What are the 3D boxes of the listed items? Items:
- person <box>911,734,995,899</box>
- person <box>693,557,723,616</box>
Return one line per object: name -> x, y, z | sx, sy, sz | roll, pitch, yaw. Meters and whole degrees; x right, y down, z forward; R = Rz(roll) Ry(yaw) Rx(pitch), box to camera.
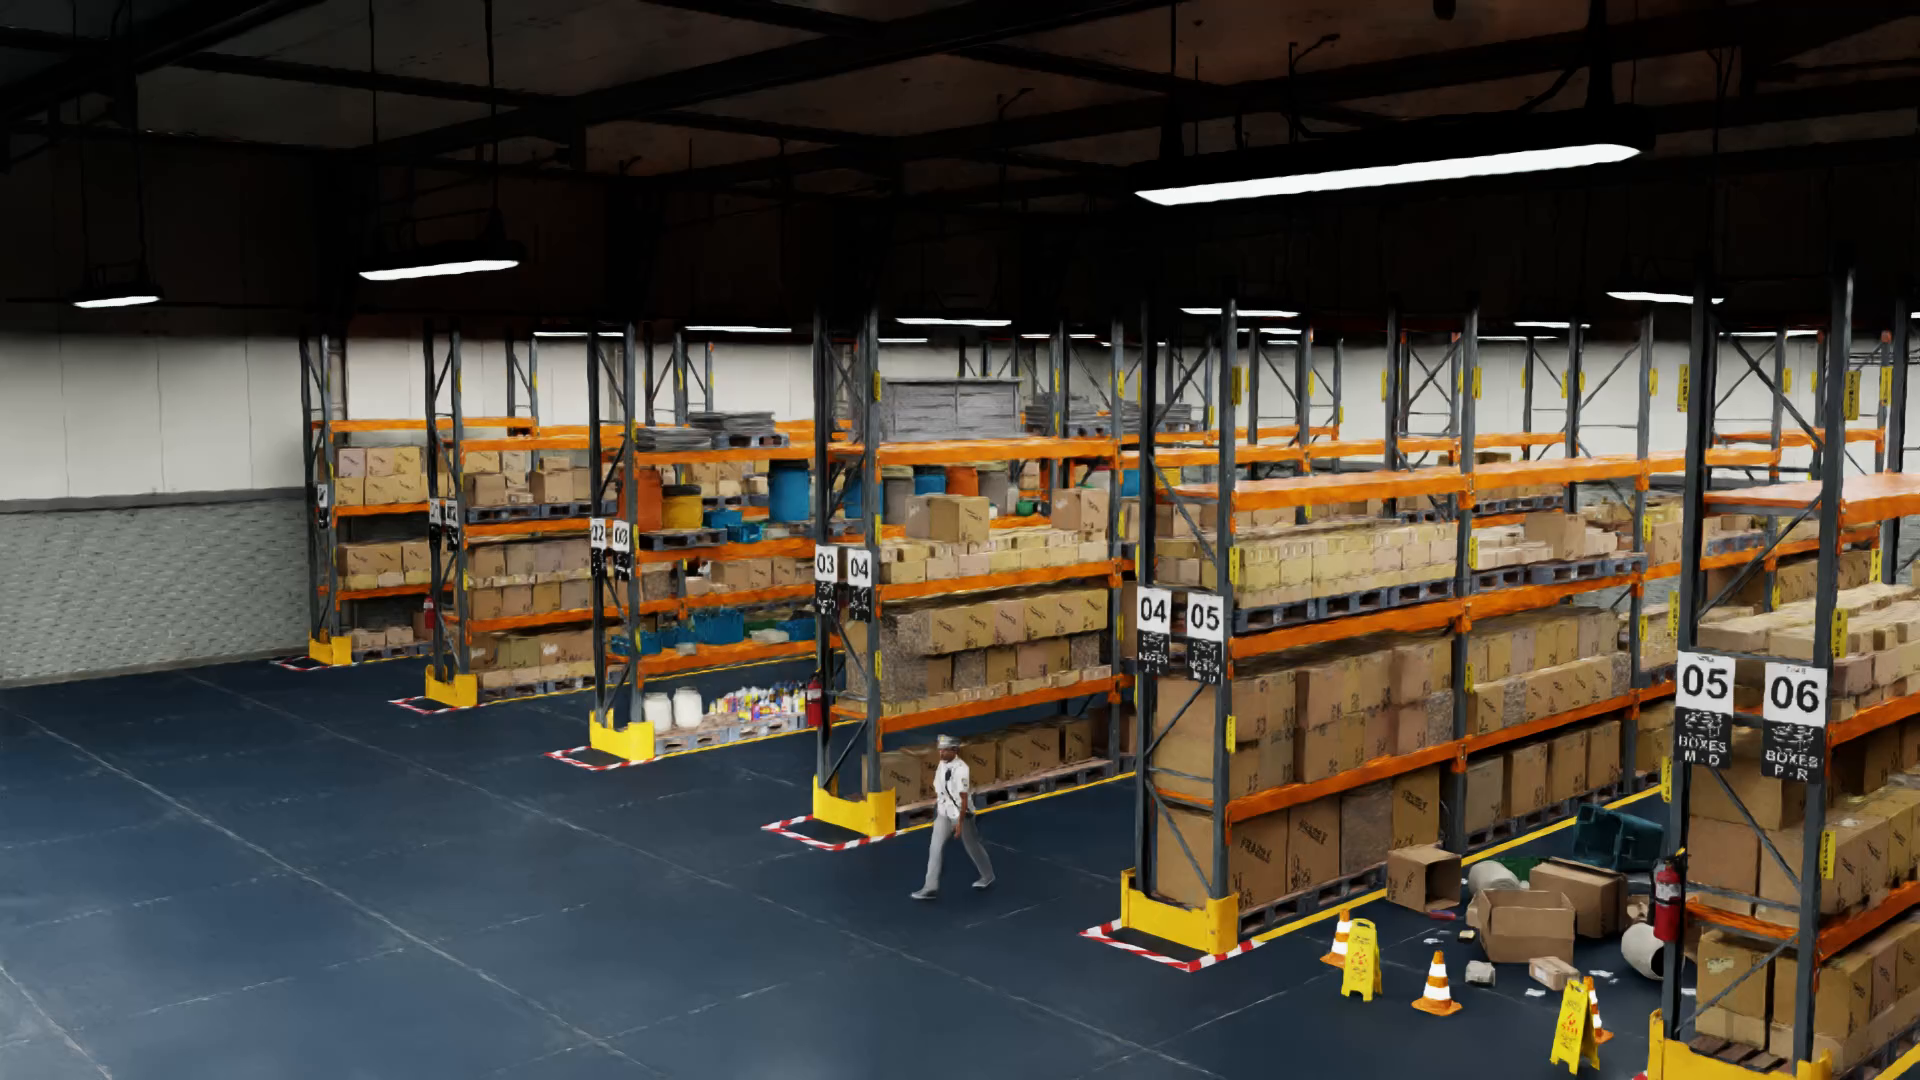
person -> -0.044, 2.698, 16.382 | 0.998, 1.625, 0.463 | -6, 8, -44
person -> -4.879, 1.157, 32.125 | 1.110, 1.531, 0.600 | -6, 8, -44
